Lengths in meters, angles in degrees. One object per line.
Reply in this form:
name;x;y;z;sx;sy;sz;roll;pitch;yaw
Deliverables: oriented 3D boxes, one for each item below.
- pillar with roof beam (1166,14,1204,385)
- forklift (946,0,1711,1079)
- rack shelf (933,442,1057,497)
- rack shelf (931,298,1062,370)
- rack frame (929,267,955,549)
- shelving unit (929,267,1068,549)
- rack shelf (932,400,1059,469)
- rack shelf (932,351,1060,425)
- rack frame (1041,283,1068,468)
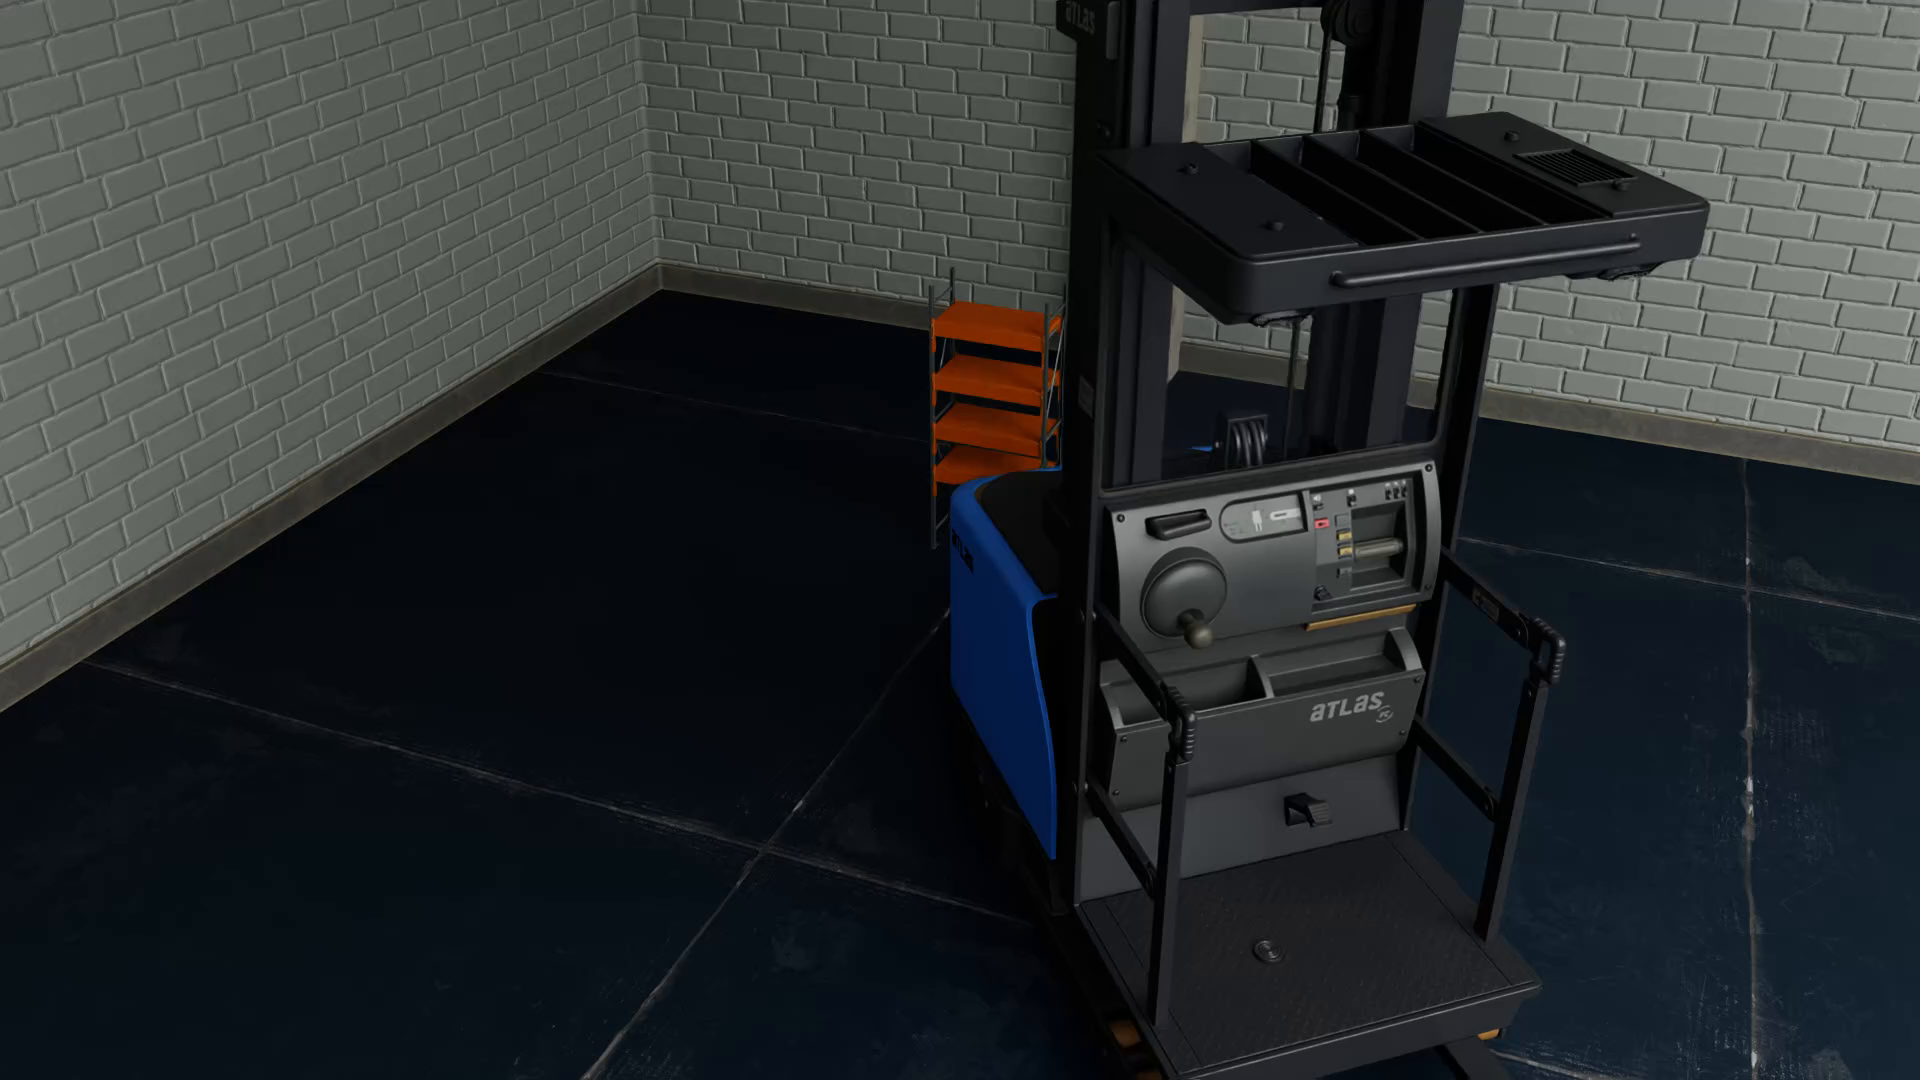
pillar with roof beam;-0.688;-2.845;3.139;0.400;9.000;9.100;11;31;19
forklift;0.896;0.080;4.130;1.130;2.935;3.031;-9;31;-16
rack shelf;0.153;-0.260;7.031;0.480;0.148;0.258;11;31;19
rack shelf;0.153;-0.834;6.707;0.480;0.148;0.258;11;31;19
rack frame;-0.073;-0.537;6.980;0.015;1.200;0.240;11;31;19
shelving unit;0.153;-0.492;6.901;0.503;1.200;0.258;11;31;19
rack shelf;0.153;-0.433;6.934;0.480;0.148;0.258;11;31;19
rack shelf;0.153;-0.628;6.824;0.480;0.148;0.258;11;31;19
rack frame;0.379;-0.447;6.821;0.015;1.200;0.240;11;31;19
